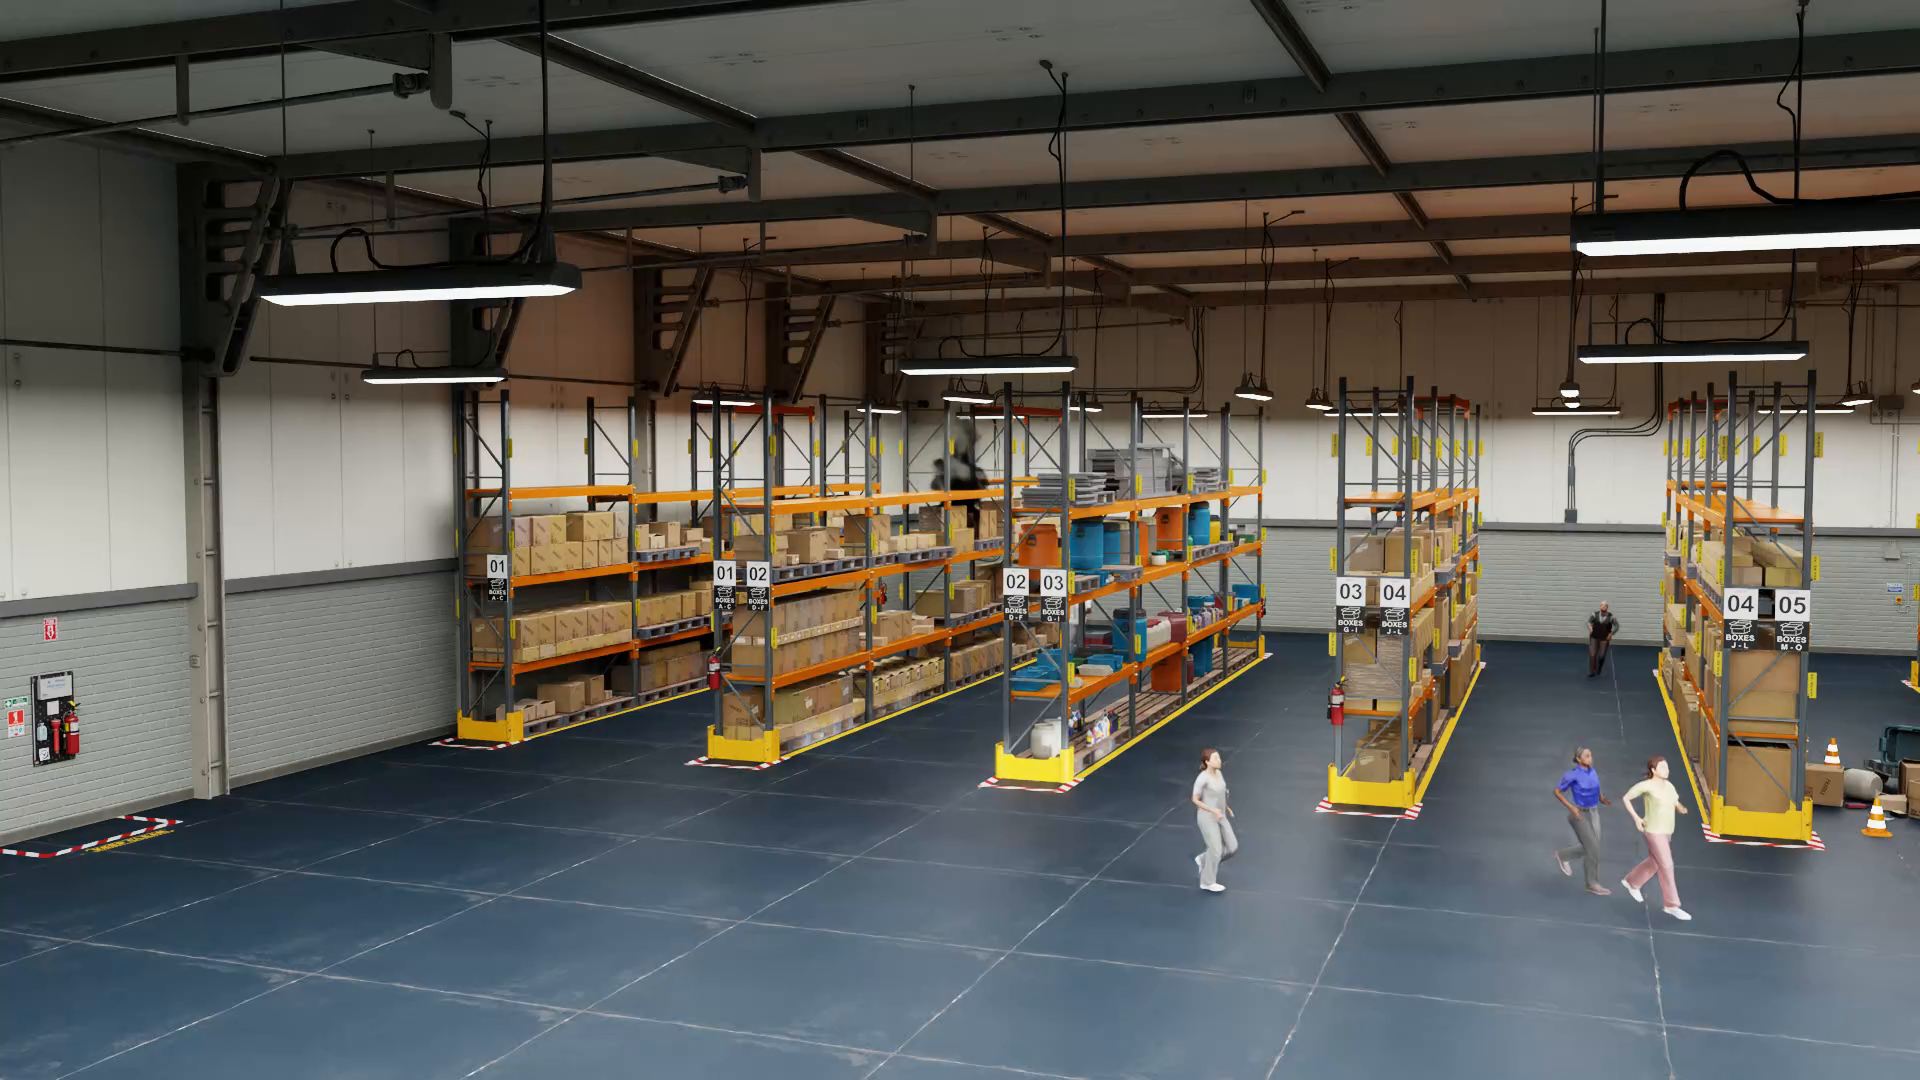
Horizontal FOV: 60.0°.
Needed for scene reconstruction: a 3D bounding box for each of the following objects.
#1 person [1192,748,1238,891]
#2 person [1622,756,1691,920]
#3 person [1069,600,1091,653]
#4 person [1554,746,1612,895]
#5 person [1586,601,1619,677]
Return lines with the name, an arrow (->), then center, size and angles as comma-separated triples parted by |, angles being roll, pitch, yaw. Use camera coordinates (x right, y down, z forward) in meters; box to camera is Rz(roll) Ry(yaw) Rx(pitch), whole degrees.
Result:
person -> 2.848, 3.151, 18.757 | 0.541, 1.624, 0.553 | -3, 4, -44
person -> 7.503, 3.150, 17.884 | 0.577, 1.663, 0.947 | -2, 4, -28
person -> 2.510, 1.837, 36.066 | 0.677, 1.846, 0.768 | 0, 3, 6
person -> 7.059, 3.148, 18.849 | 0.588, 1.620, 0.774 | -2, 4, -30
person -> 13.998, 2.172, 36.295 | 0.678, 1.669, 0.608 | 2, 4, 30
